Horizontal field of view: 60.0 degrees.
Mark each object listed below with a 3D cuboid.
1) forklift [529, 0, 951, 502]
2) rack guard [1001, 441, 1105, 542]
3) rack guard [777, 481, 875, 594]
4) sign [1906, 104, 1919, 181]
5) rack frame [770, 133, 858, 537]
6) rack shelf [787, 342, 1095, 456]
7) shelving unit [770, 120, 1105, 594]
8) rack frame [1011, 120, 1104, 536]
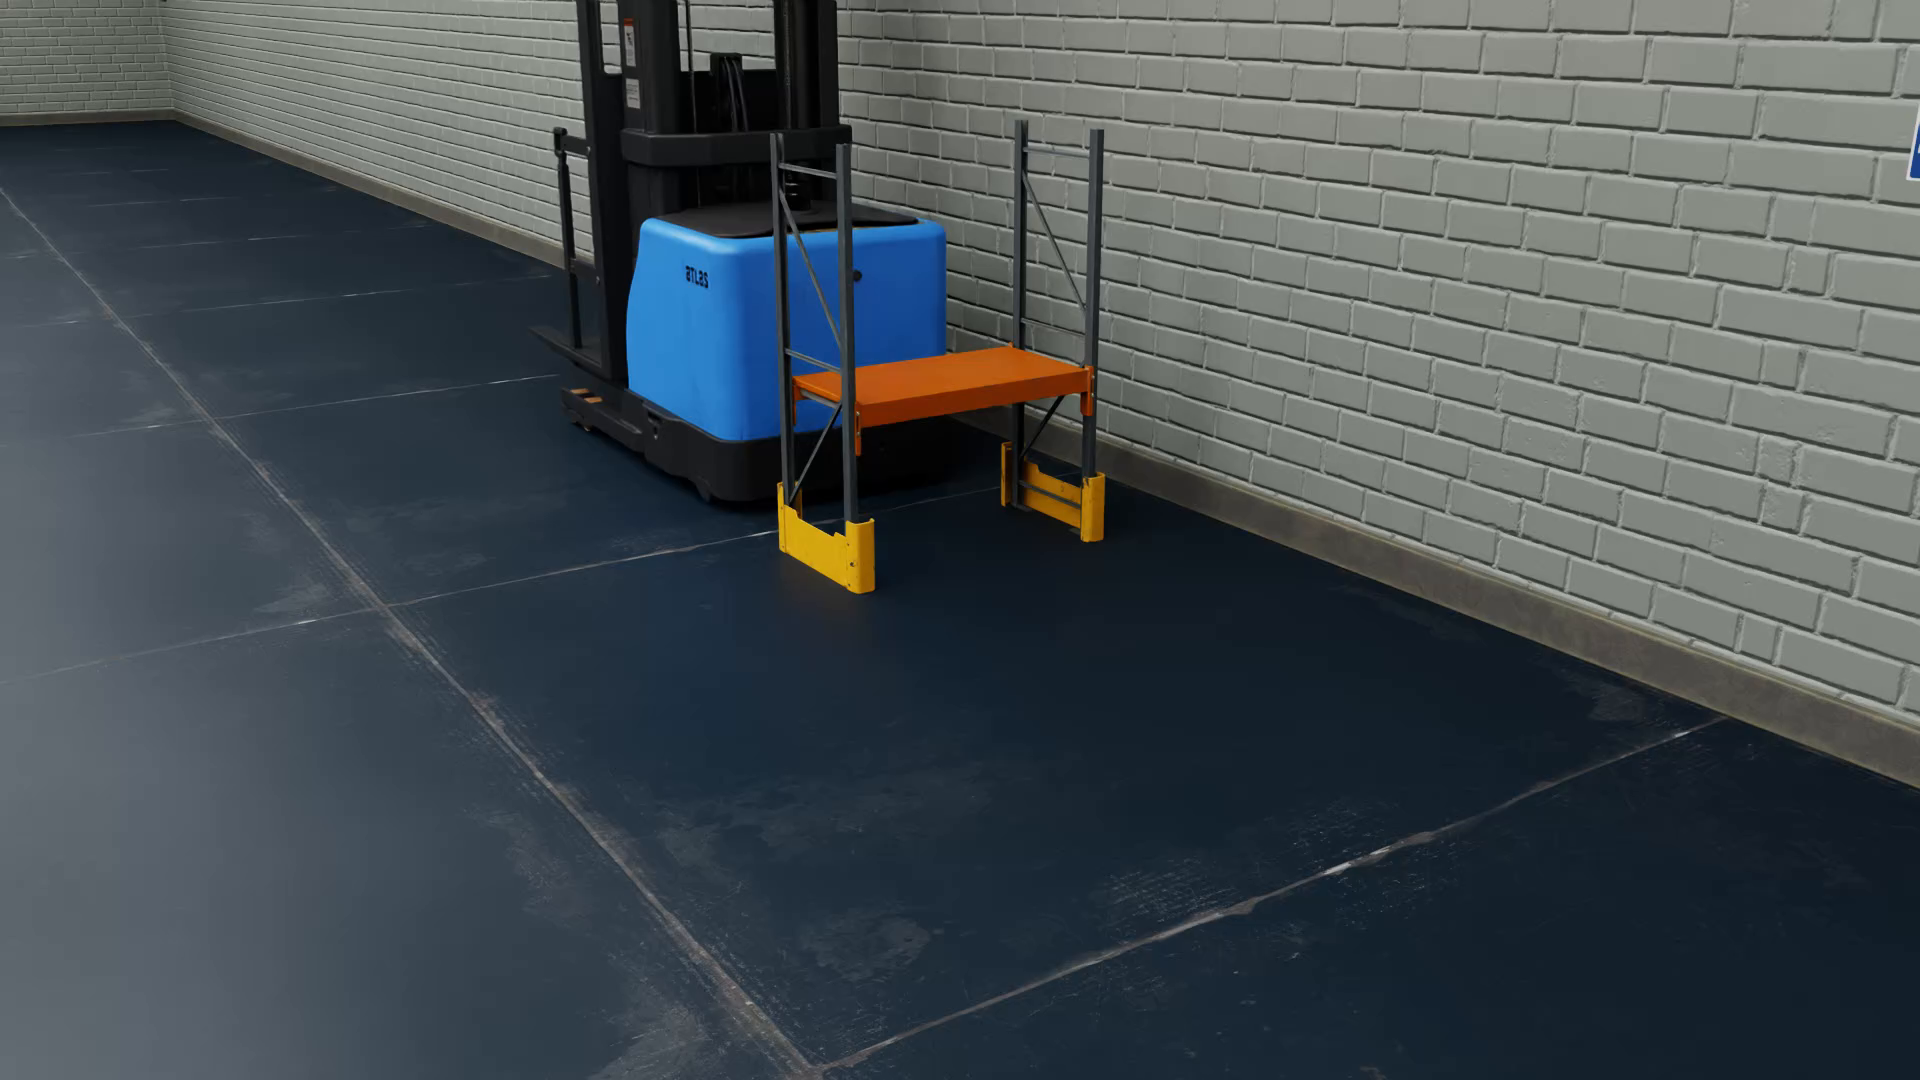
[{"bbox_3d":[-1.234,-1.958,7.459,1.130,2.935,3.031,-11,22,-30],"label":"forklift"},{"bbox_3d":[0.352,-0.193,6.425,0.087,0.250,0.587,-12,22,-31],"label":"rack guard"},{"bbox_3d":[-0.480,-0.017,5.906,0.087,0.250,0.587,-12,22,-31],"label":"rack guard"},{"bbox_3d":[2.429,-0.950,3.948,0.001,0.218,0.327,-12,22,-31],"label":"sign"},{"bbox_3d":[-0.496,-0.606,5.695,0.032,1.500,0.500,-12,22,-31],"label":"rack frame"},{"bbox_3d":[-0.071,-0.525,6.018,1.000,0.185,0.538,-12,22,-31],"label":"rack shelf"},{"bbox_3d":[-0.064,-0.697,5.965,1.083,1.500,0.587,-12,22,-31],"label":"shelving unit"},{"bbox_3d":[0.353,-0.785,6.225,0.032,1.500,0.500,-12,22,-31],"label":"rack frame"}]
